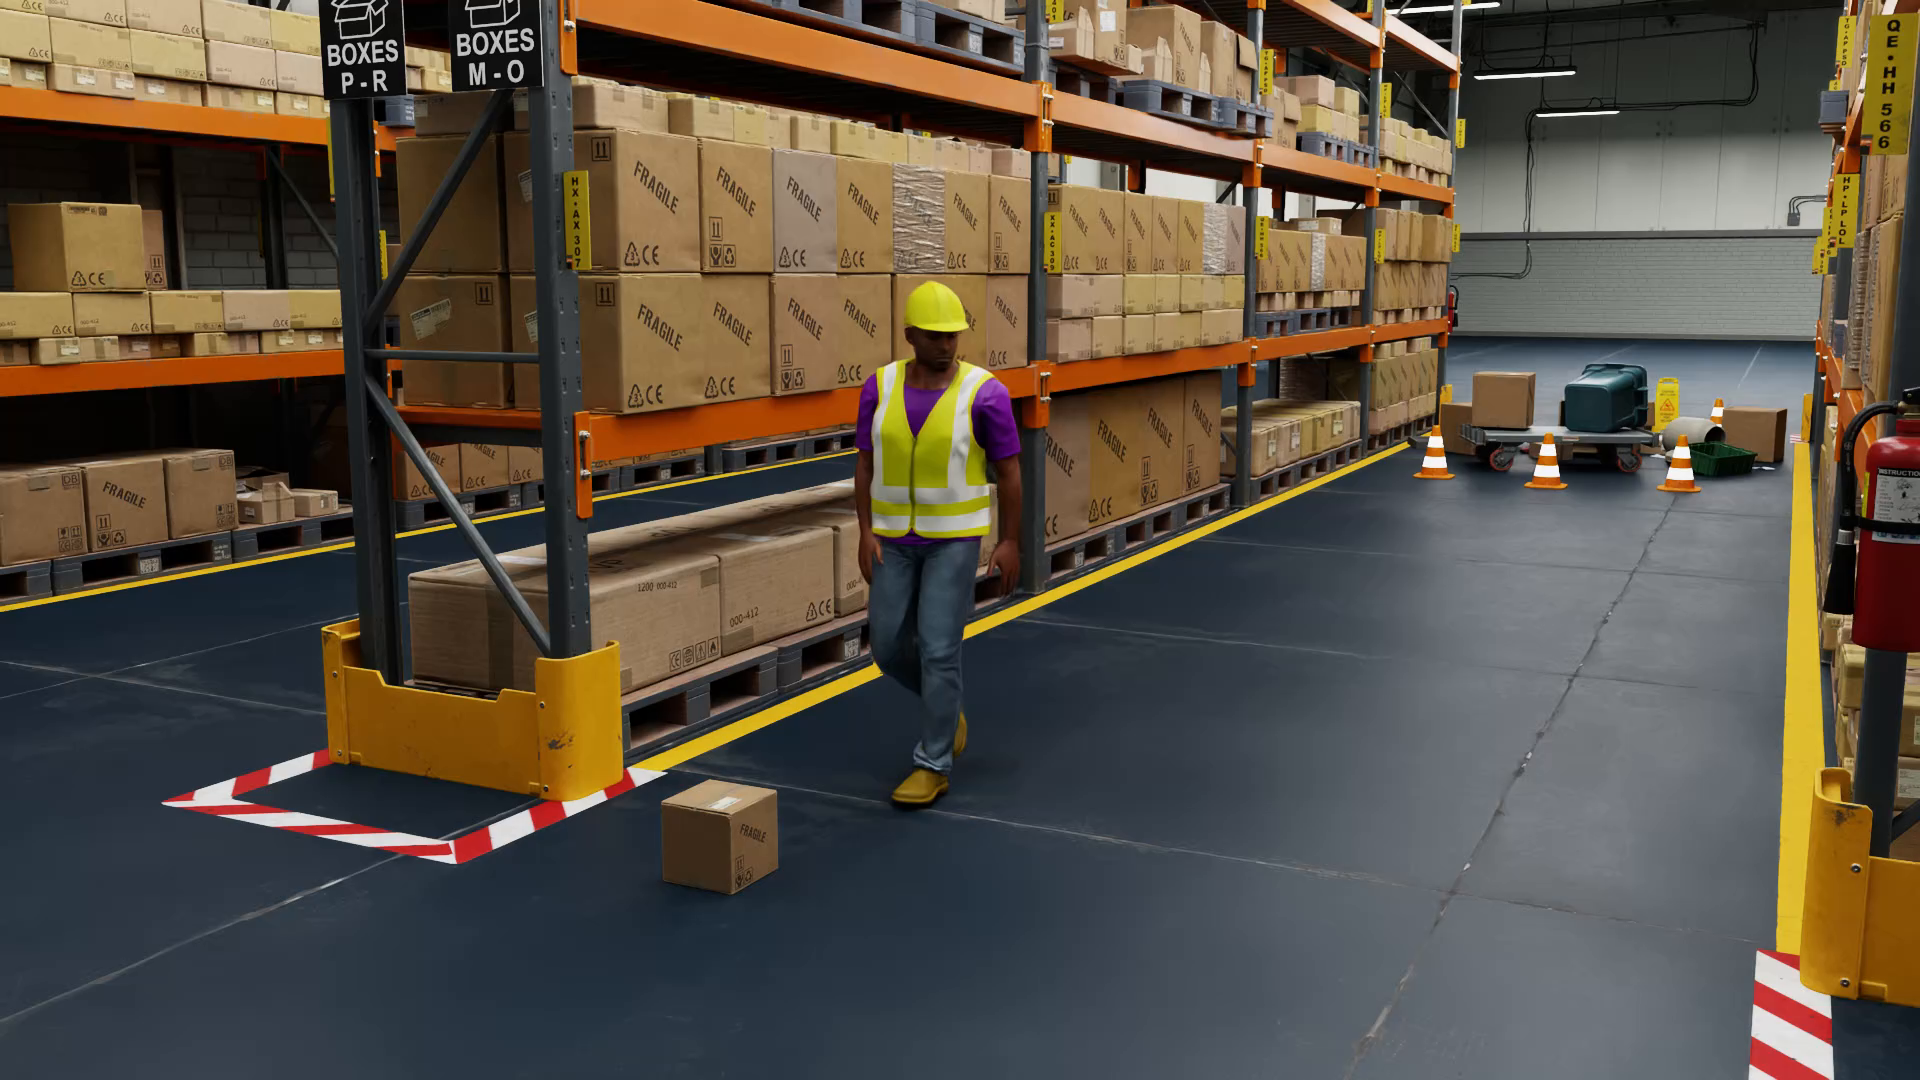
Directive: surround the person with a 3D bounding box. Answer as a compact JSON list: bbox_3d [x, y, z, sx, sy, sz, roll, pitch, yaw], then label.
[{"bbox_3d":[-0.075,-0.008,5.775,0.586,1.763,0.693,4,10,21],"label":"person"}]
